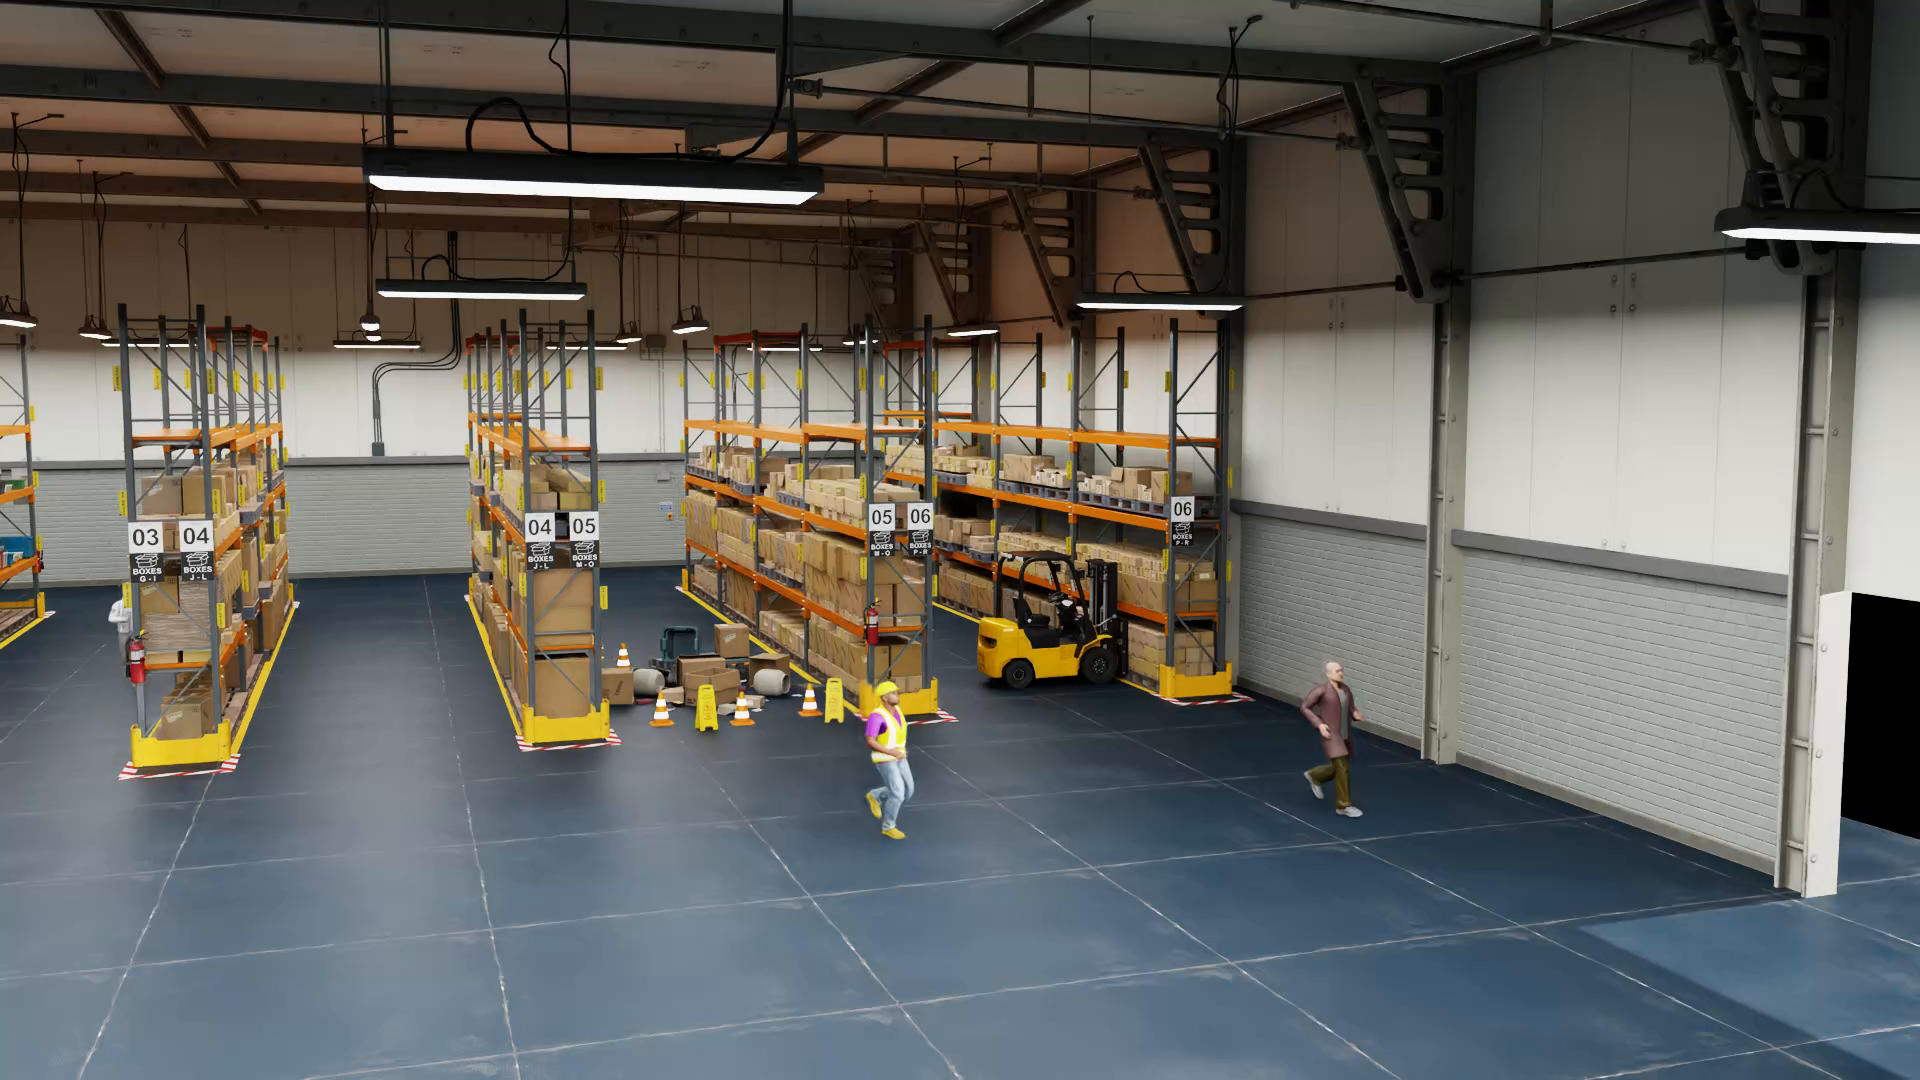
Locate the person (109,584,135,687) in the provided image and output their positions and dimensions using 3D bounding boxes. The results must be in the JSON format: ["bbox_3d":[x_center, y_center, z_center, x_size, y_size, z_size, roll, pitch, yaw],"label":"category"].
[{"bbox_3d":[-13.720,1.533,27.499,0.612,1.677,0.939,-3,6,-25],"label":"person"}]

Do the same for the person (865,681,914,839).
[{"bbox_3d":[-0.802,2.415,18.371,0.612,1.721,0.736,3,6,25],"label":"person"}]

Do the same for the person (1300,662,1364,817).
[{"bbox_3d":[4.345,2.291,19.373,0.720,1.751,0.964,-4,7,-35],"label":"person"}]
